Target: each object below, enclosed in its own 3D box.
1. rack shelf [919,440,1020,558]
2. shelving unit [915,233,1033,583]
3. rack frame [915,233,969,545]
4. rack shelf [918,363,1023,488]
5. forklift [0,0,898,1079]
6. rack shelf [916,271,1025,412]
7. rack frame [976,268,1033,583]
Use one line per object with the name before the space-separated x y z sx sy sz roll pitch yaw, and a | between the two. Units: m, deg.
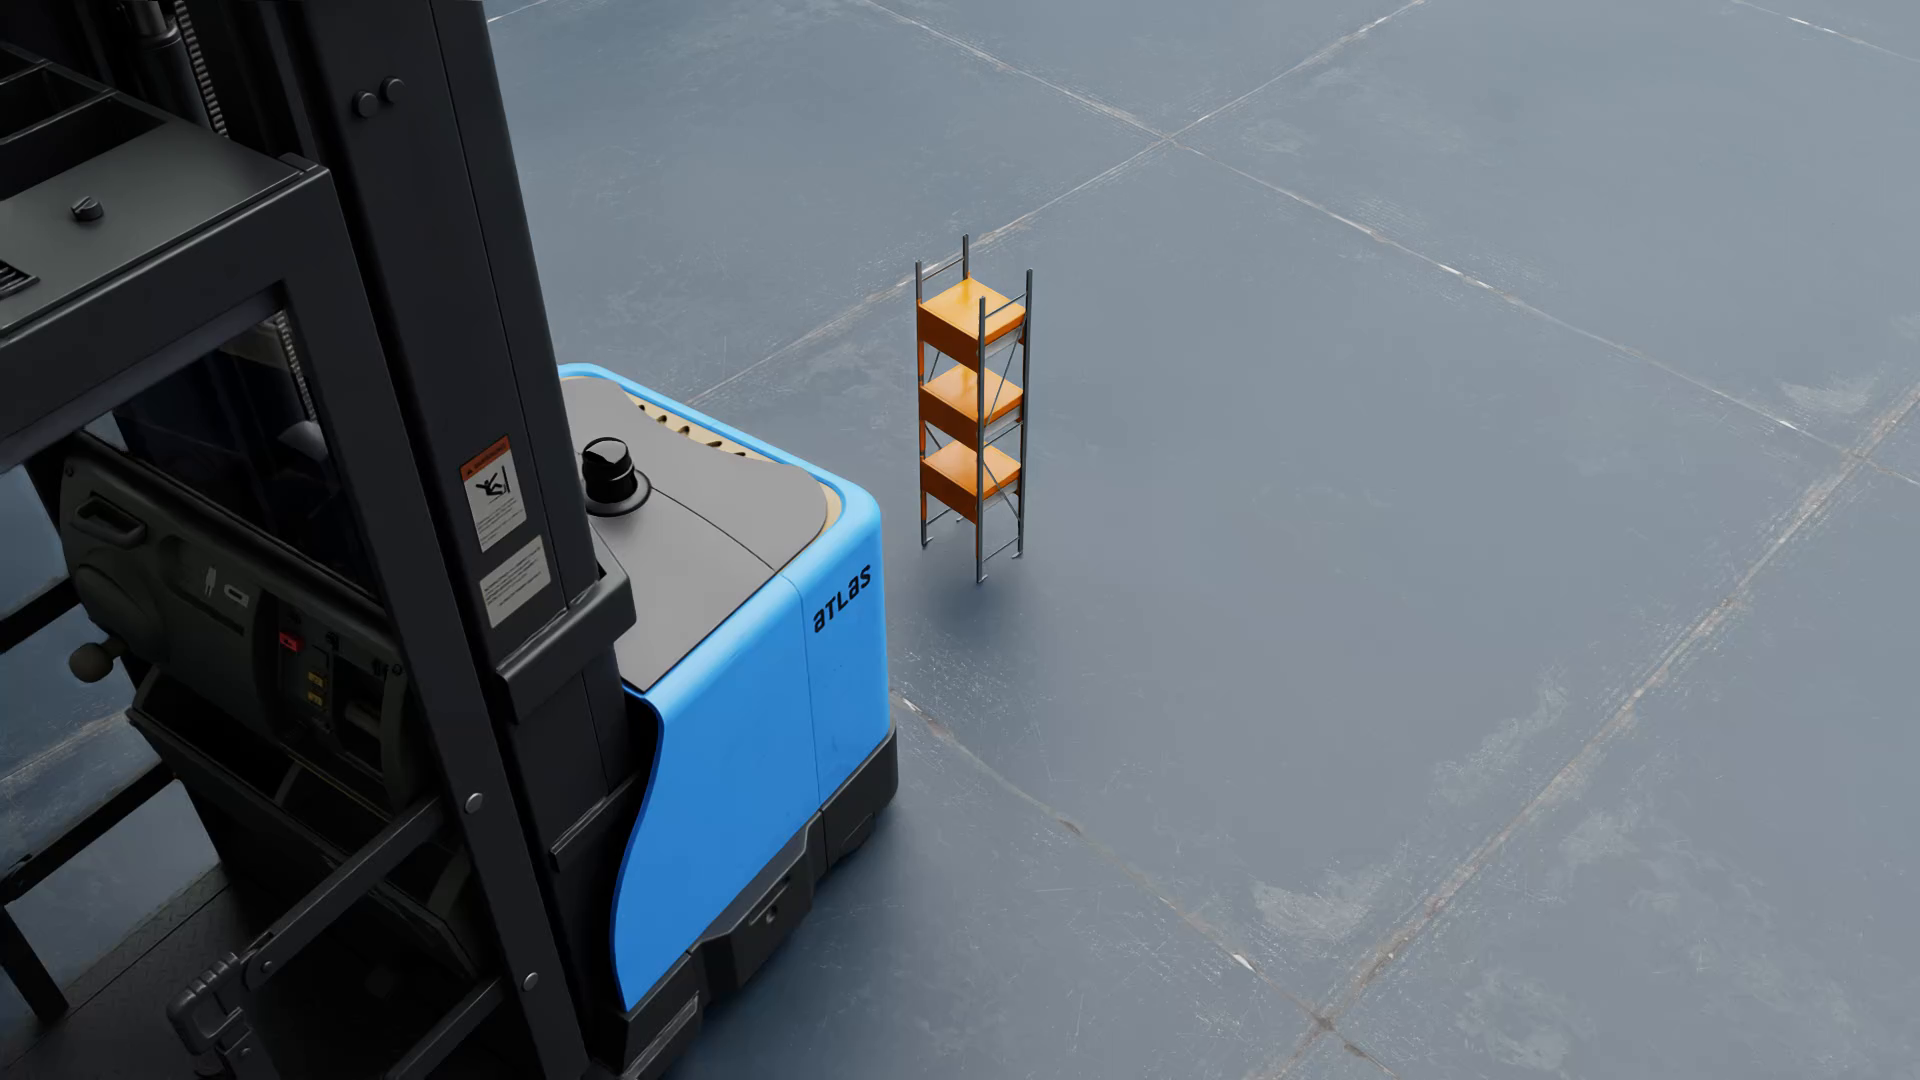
rack shelf | 0.038 -0.148 5.062 0.215 0.259 0.240 -34 53 -31
shelving unit | 0.038 -0.360 4.866 0.215 1.050 0.252 -34 53 -31
rack frame | -0.048 -0.418 4.929 0.200 1.050 0.008 -34 53 -31
rack shelf | 0.038 -0.352 4.873 0.215 0.259 0.240 -34 53 -31
forklift | -1.411 0.253 2.817 1.130 2.935 3.031 25 48 24
rack shelf | 0.038 -0.561 4.680 0.215 0.259 0.240 -34 53 -31
rack frame | 0.124 -0.301 4.802 0.200 1.050 0.008 -34 53 -31
